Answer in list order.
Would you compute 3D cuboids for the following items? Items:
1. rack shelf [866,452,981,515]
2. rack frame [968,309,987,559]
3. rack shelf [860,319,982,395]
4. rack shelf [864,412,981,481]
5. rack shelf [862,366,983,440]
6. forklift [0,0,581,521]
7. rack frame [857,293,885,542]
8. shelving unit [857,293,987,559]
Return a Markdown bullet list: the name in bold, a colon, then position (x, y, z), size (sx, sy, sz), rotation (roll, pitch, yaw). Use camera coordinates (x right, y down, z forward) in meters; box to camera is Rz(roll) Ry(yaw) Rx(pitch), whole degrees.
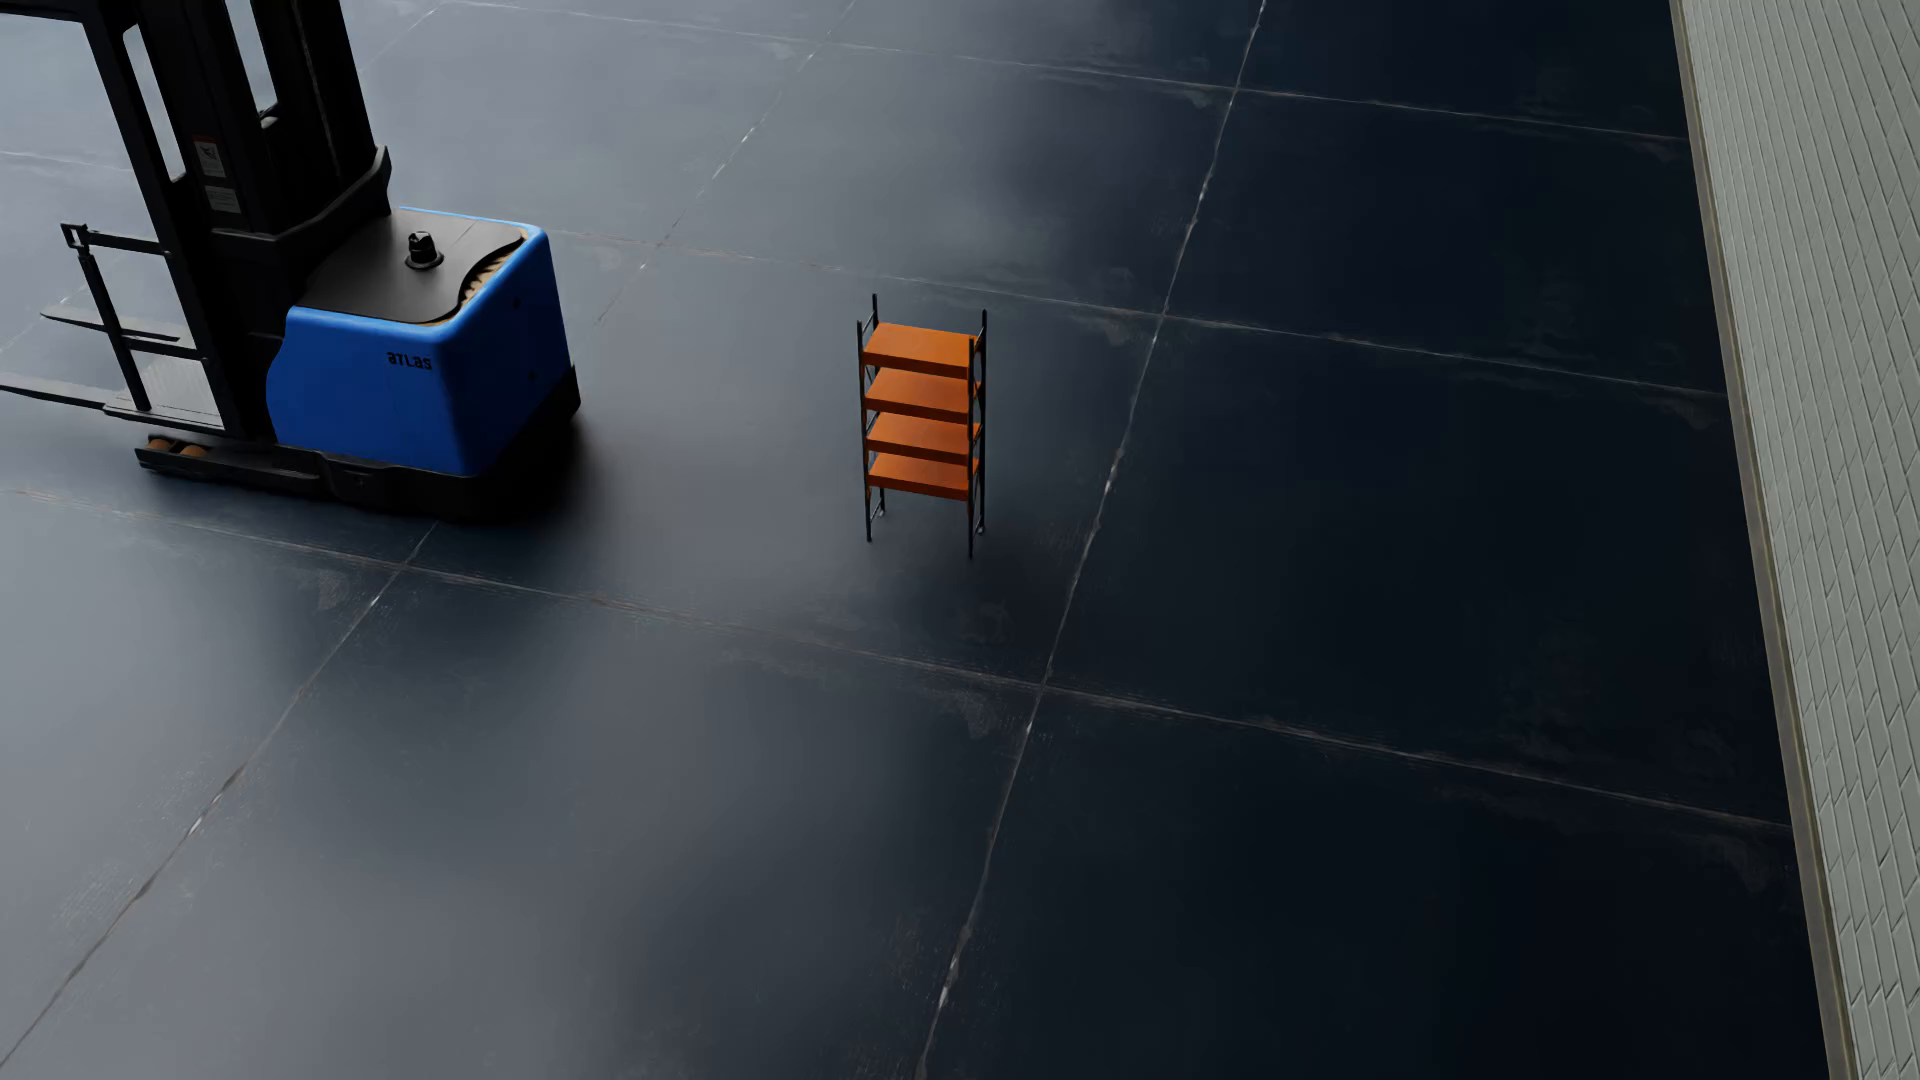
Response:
- **rack shelf**: position (-0.160, -0.283, 7.568), size (0.480, 0.148, 0.258), rotation (10, 41, 11)
- **rack frame**: position (0.076, -0.446, 7.349), size (0.015, 1.200, 0.240), rotation (10, 41, 11)
- **rack shelf**: position (-0.160, -0.788, 7.144), size (0.480, 0.148, 0.258), rotation (10, 41, 11)
- **rack shelf**: position (-0.160, -0.435, 7.440), size (0.480, 0.148, 0.258), rotation (10, 41, 11)
- **rack shelf**: position (-0.160, -0.607, 7.296), size (0.480, 0.148, 0.258), rotation (10, 41, 11)
- **forklift**: position (-3.504, -1.733, 7.534), size (3.031, 2.935, 1.130), rotation (10, 41, 12)
- **rack frame**: position (-0.396, -0.528, 7.445), size (0.015, 1.200, 0.240), rotation (10, 41, 11)
- **shelving unit**: position (-0.160, -0.487, 7.397), size (0.503, 1.200, 0.258), rotation (10, 41, 11)
